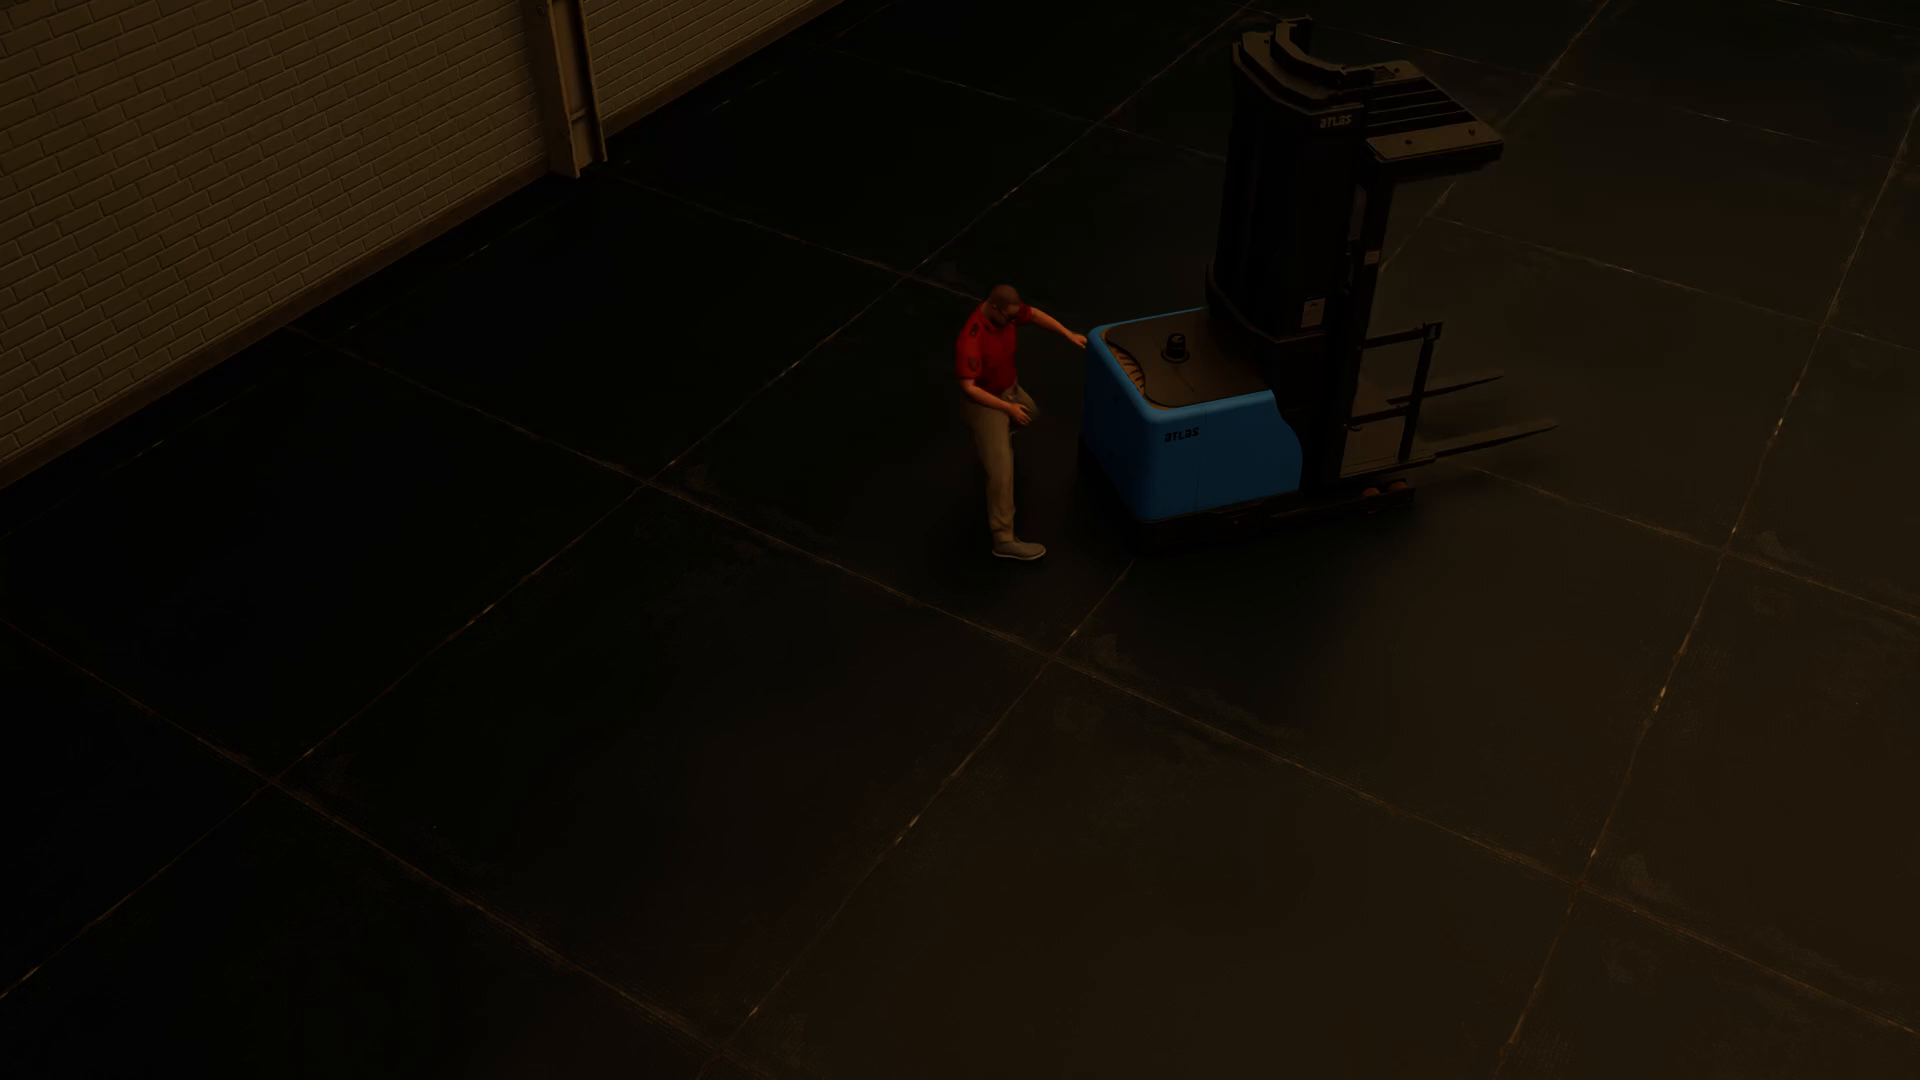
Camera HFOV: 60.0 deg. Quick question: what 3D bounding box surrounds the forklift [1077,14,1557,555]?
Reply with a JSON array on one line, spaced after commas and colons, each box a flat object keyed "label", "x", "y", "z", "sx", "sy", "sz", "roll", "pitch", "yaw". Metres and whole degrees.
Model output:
[{"label": "forklift", "x": 2.331, "y": -1.593, "z": 9.847, "sx": 3.031, "sy": 2.935, "sz": 1.130, "roll": -12, "pitch": 42, "yaw": -14}]

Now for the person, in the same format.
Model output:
[{"label": "person", "x": 0.339, "y": -0.886, "z": 10.103, "sx": 0.933, "sy": 1.535, "sz": 1.270, "roll": 19, "pitch": 44, "yaw": 21}]
